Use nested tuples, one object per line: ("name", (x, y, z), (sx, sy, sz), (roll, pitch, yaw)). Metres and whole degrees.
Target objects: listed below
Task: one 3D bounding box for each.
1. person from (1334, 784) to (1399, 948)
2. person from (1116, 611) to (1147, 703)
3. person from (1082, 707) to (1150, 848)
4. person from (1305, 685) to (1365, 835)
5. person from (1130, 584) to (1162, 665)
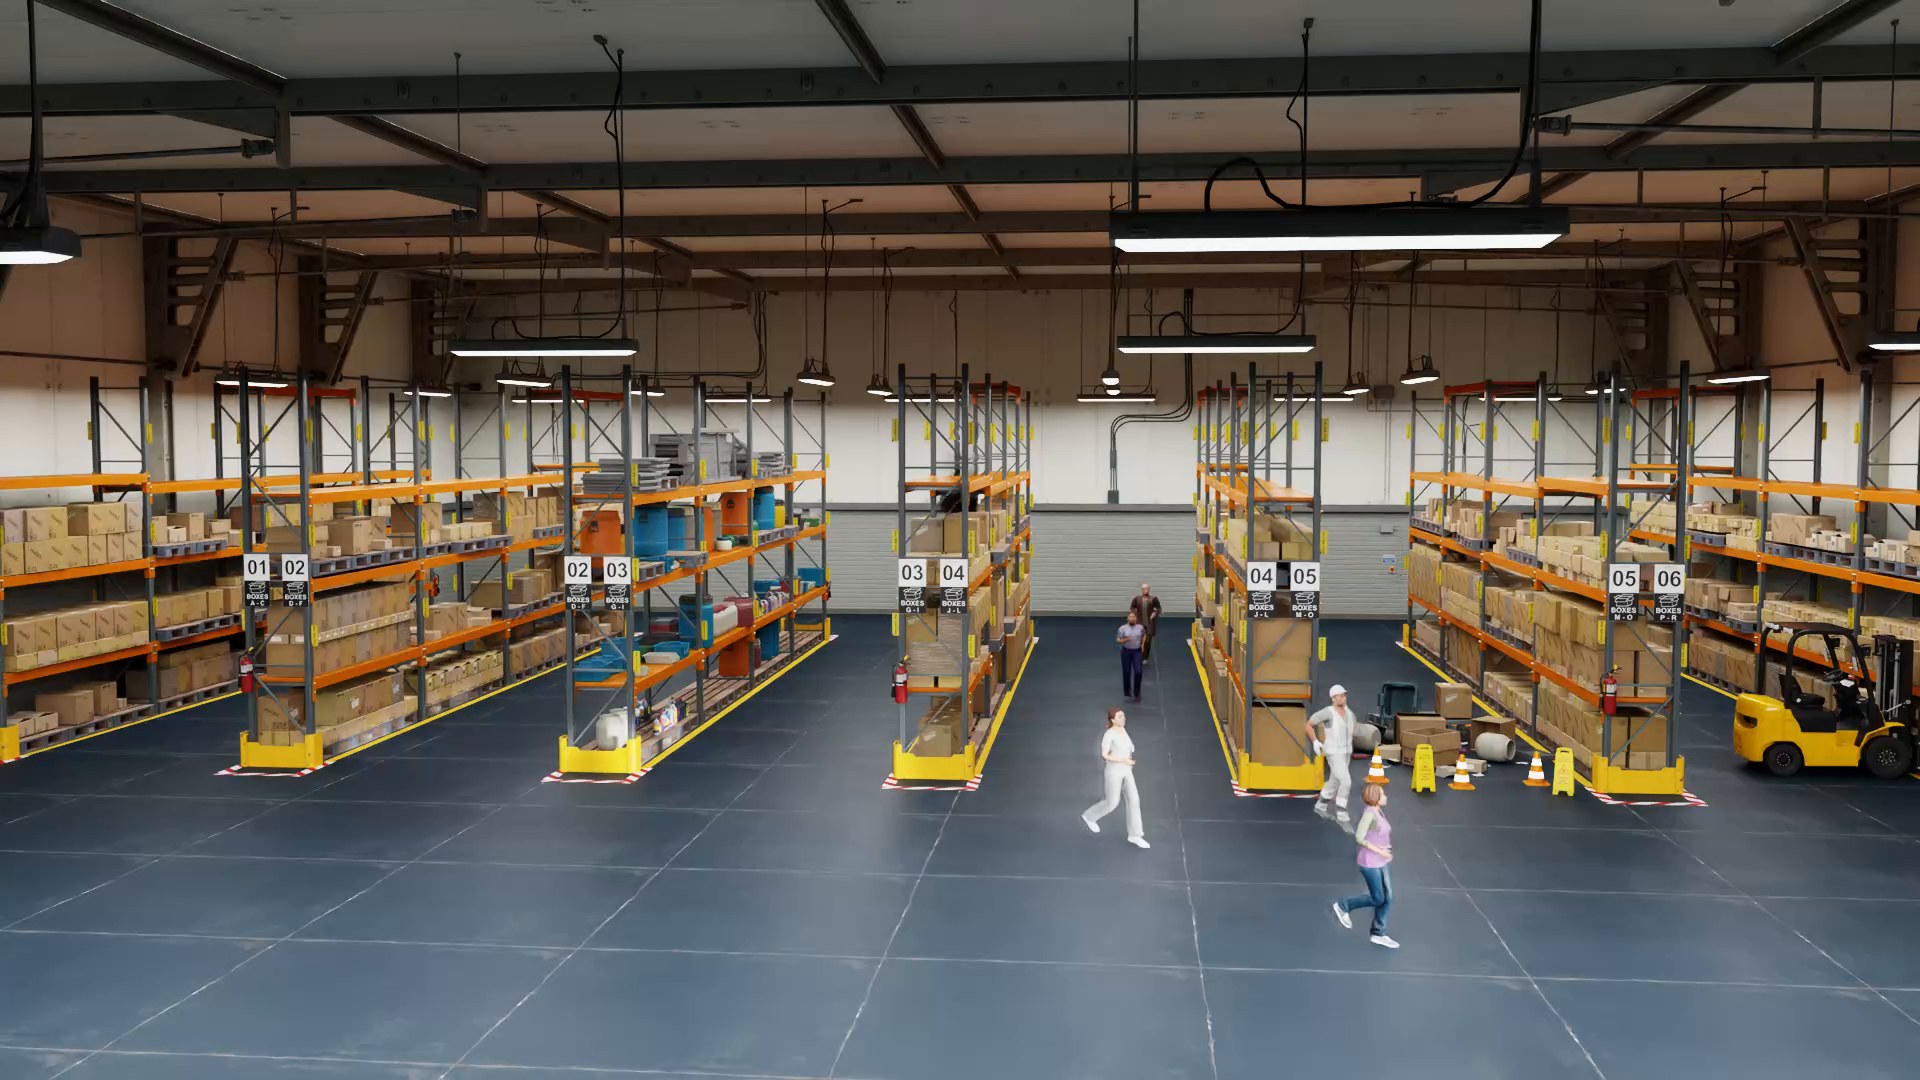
("person", (3.993, 3.180, 16.318), (0.654, 1.585, 0.534), (2, 4, 30))
("person", (3.215, 2.187, 31.126), (0.585, 1.700, 0.708), (0, 4, 1))
("person", (1.911, 2.866, 20.282), (0.963, 1.673, 0.581), (3, 5, 42))
("person", (4.771, 2.752, 21.043), (0.651, 1.847, 0.788), (-3, 5, -40))
("person", (4.009, 1.827, 35.895), (0.691, 1.747, 0.645), (1, 4, 9))
